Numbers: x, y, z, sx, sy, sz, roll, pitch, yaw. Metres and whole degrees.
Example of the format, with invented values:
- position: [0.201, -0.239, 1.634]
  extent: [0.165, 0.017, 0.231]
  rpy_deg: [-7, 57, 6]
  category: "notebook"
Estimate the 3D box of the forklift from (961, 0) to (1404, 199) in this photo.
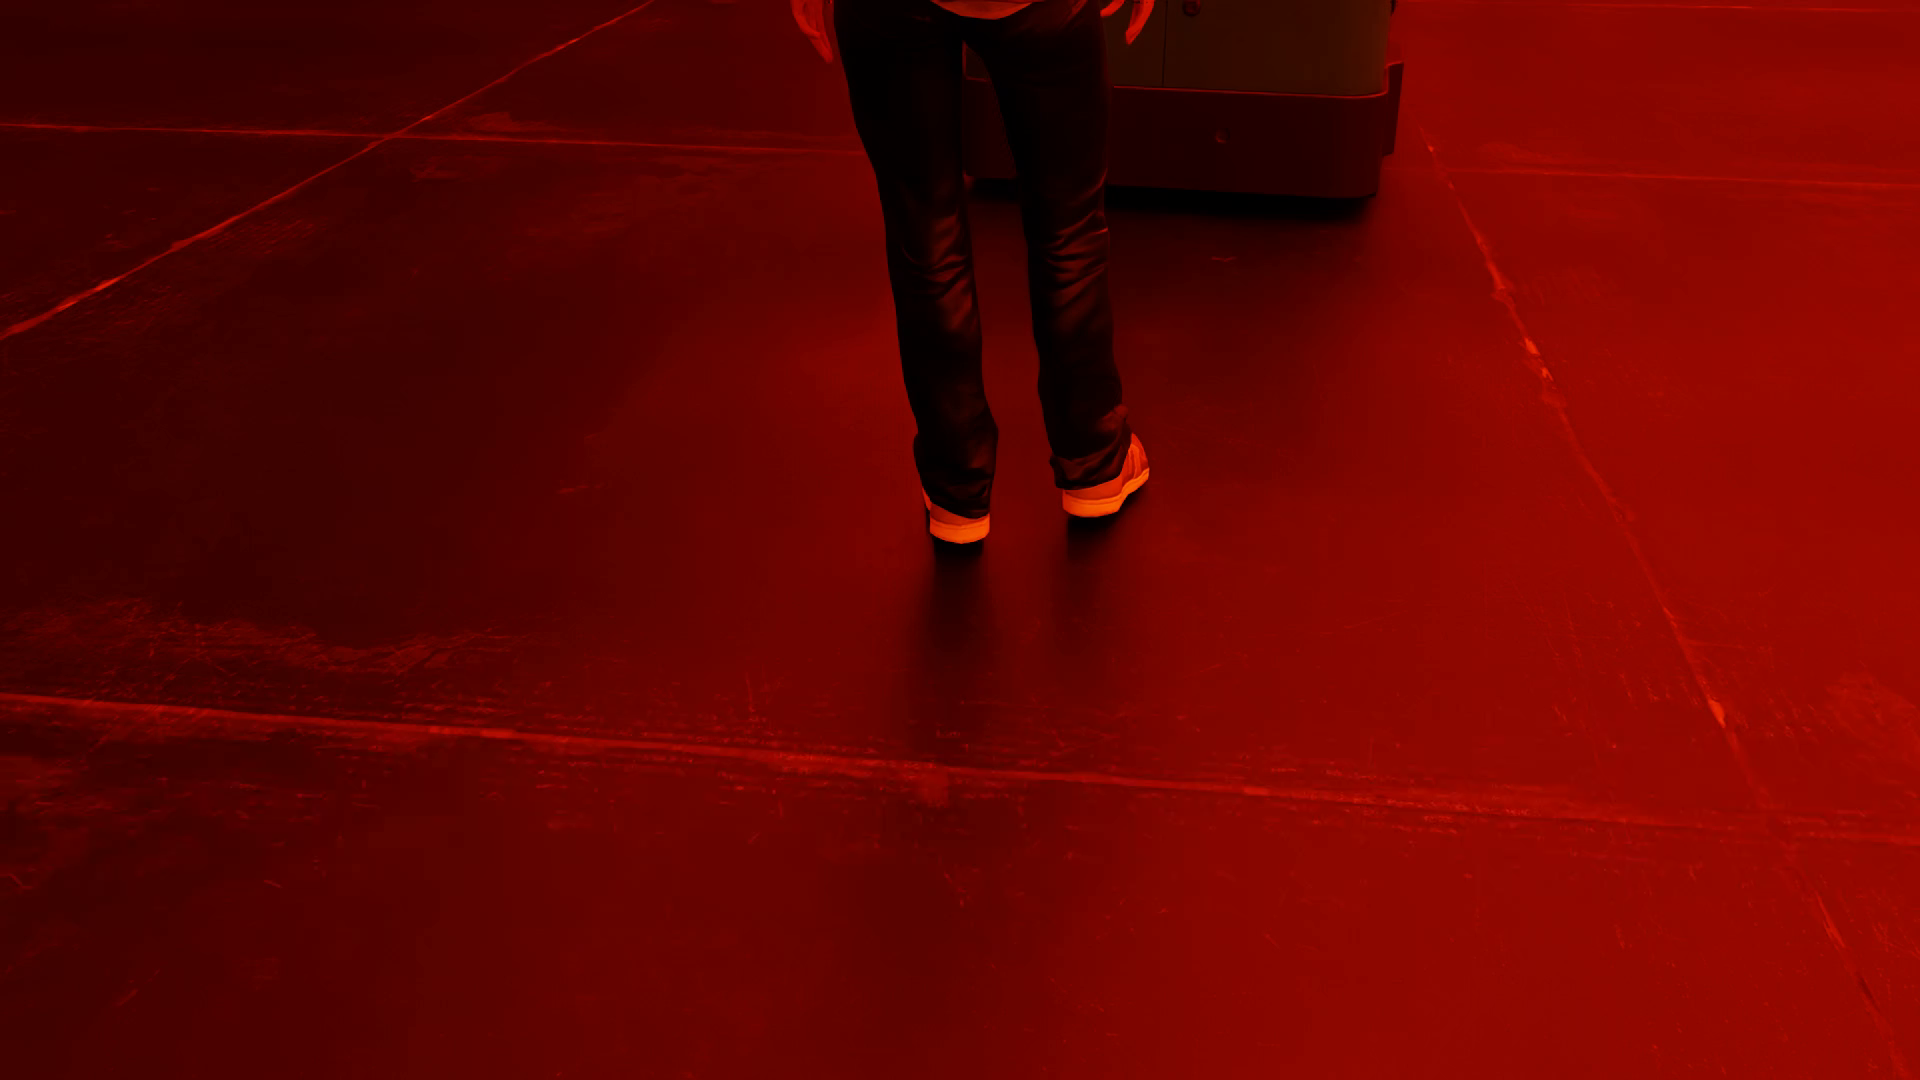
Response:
- position: [0.821, -2.764, 4.757]
  extent: [1.130, 2.935, 3.031]
  rpy_deg: [6, 27, 12]
  category: "forklift"

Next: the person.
- position: [0.024, -0.754, 2.205]
  extent: [0.520, 1.599, 0.473]
  rpy_deg: [3, 27, 7]
  category: "person"
